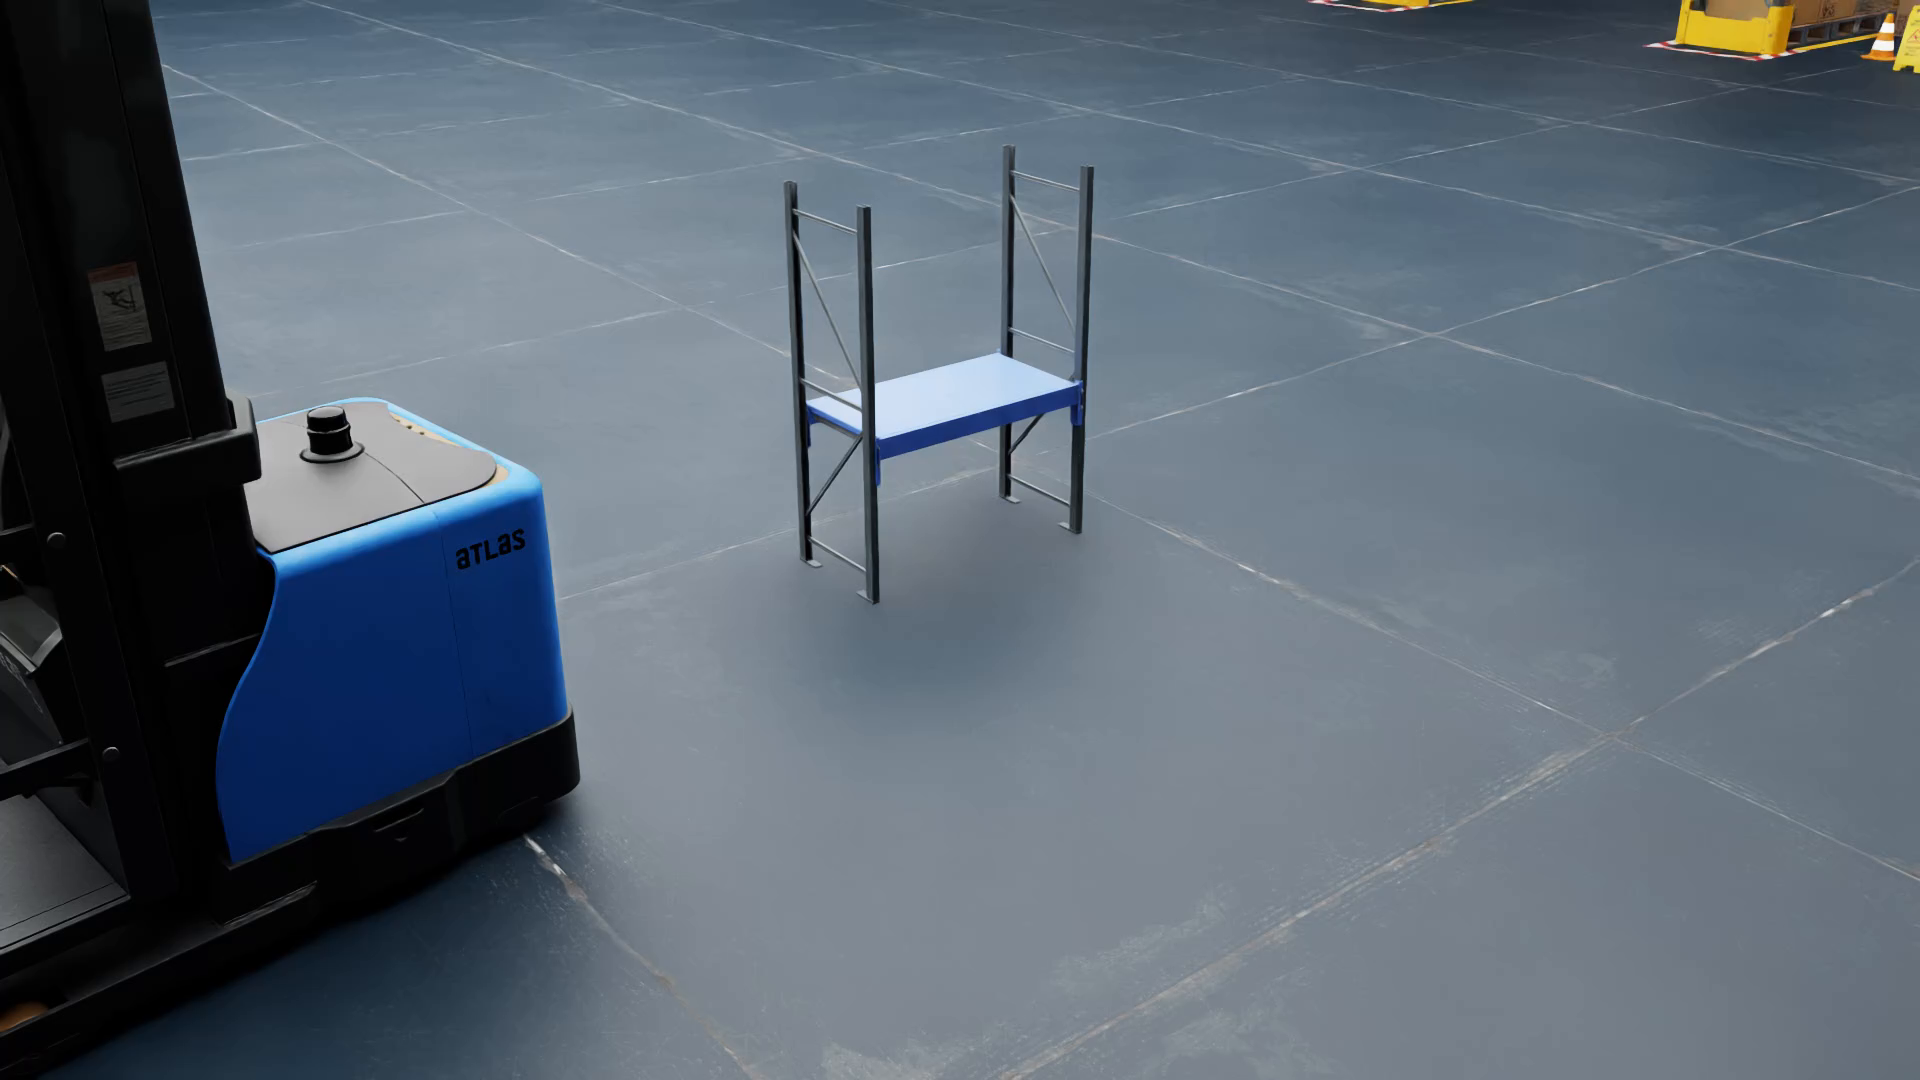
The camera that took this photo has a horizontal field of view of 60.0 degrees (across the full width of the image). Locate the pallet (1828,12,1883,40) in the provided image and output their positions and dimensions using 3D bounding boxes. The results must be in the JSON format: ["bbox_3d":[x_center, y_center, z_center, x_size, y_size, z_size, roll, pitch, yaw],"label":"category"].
[{"bbox_3d":[10.194,-6.182,19.819,1.213,0.211,1.003,-18,31,-34],"label":"pallet"}]

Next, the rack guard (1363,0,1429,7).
[{"bbox_3d":[5.732,-7.453,22.215,0.348,0.500,1.175,-18,31,-34],"label":"rack guard"}]

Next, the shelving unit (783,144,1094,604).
[{"bbox_3d":[-0.067,-0.658,6.387,1.048,1.500,0.538,-18,31,-34],"label":"shelving unit"}]

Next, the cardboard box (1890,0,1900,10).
[{"bbox_3d":[11.263,-7.023,20.345,0.875,0.875,0.875,-18,30,-33],"label":"cardboard box"}]

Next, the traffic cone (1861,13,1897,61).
[{"bbox_3d":[9.948,-5.415,17.867,0.334,0.463,0.336,-18,31,-34],"label":"traffic cone"}]

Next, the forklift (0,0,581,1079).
[{"bbox_3d":[-2.535,-0.235,3.775,1.130,2.935,3.031,22,33,39],"label":"forklift"}]

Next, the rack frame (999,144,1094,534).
[{"bbox_3d":[0.333,-0.790,6.671,0.032,1.500,0.500,-18,31,-34],"label":"rack frame"}]

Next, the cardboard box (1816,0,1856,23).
[{"bbox_3d":[9.837,-6.552,19.329,0.875,0.875,0.875,-19,31,-35],"label":"cardboard box"}]

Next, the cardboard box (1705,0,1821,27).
[{"bbox_3d":[9.146,-6.322,18.835,0.875,0.875,0.875,-18,30,-34],"label":"cardboard box"}]

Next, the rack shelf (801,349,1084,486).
[{"bbox_3d":[-0.067,-0.495,6.462,1.000,0.185,0.538,-18,31,-34],"label":"rack shelf"}]

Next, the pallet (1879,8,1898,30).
[{"bbox_3d":[11.154,-6.500,20.505,1.213,0.211,1.003,-18,31,-34],"label":"pallet"}]

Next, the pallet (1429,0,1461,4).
[{"bbox_3d":[6.393,-7.521,22.705,1.213,0.211,1.003,-18,31,-34],"label":"pallet"}]

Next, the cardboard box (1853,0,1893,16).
[{"bbox_3d":[10.556,-6.788,19.838,0.875,0.875,0.875,-18,30,-34],"label":"cardboard box"}]

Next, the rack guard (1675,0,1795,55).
[{"bbox_3d":[8.635,-5.758,18.562,0.348,0.500,1.175,-18,31,-34],"label":"rack guard"}]

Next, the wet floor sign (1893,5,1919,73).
[{"bbox_3d":[9.852,-5.166,17.115,0.267,0.644,0.232,21,32,37],"label":"wet floor sign"}]

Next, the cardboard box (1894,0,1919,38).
[{"bbox_3d":[11.213,-6.061,19.213,0.500,0.500,0.500,-13,28,-25],"label":"cardboard box"}]

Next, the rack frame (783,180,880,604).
[{"bbox_3d":[-0.467,-0.526,6.102,0.032,1.500,0.500,-18,31,-34],"label":"rack frame"}]

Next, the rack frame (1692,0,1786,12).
[{"bbox_3d":[8.653,-6.898,18.049,0.127,3.000,1.000,-18,31,-34],"label":"rack frame"}]

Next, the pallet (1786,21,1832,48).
[{"bbox_3d":[9.234,-5.866,19.140,1.213,0.211,1.003,-18,31,-34],"label":"pallet"}]
